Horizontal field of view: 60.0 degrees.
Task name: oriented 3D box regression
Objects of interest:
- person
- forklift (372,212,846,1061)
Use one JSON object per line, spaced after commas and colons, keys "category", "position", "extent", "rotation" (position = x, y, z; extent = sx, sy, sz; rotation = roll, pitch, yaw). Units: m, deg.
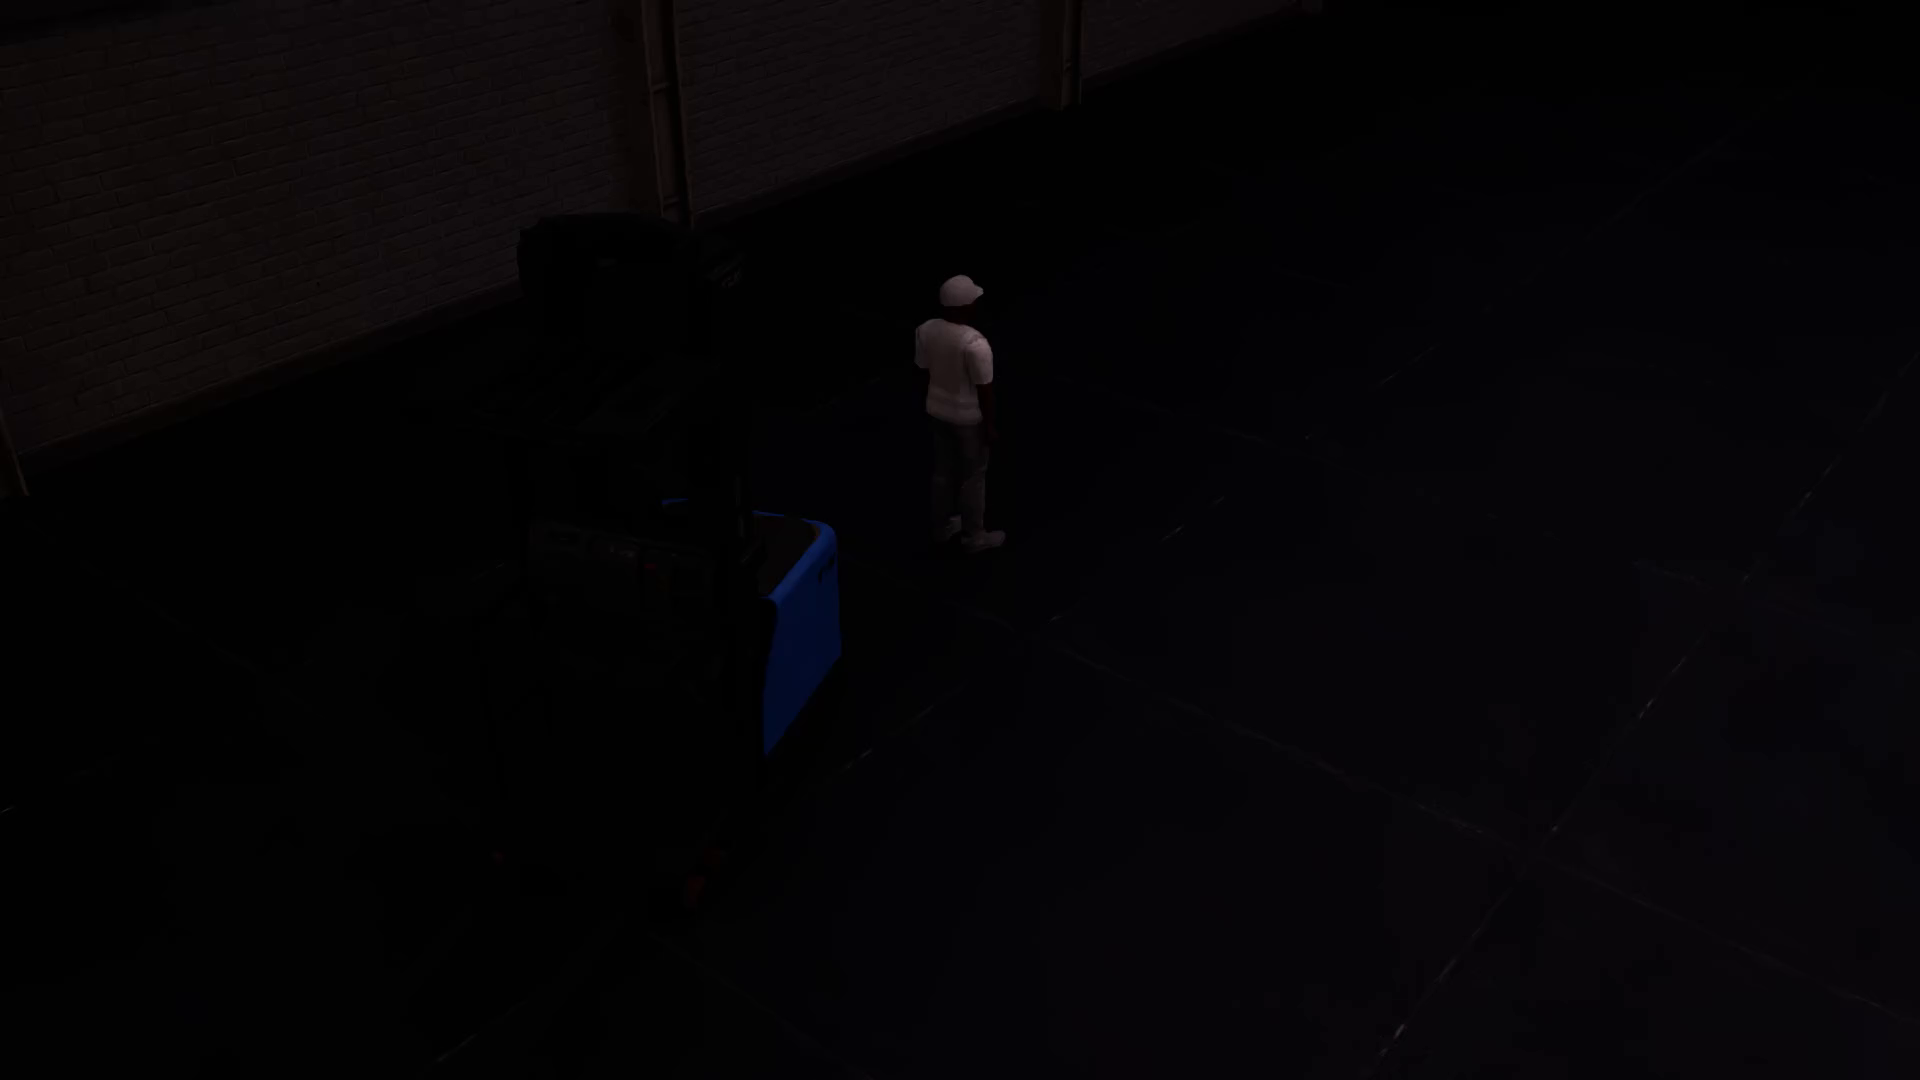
{"category": "person", "position": [0.007, -0.769, 10.063], "extent": [0.559, 1.771, 0.367], "rotation": [22, 37, 33]}
{"category": "forklift", "position": [-1.577, 0.200, 7.252], "extent": [1.130, 2.935, 3.031], "rotation": [10, 32, 16]}
